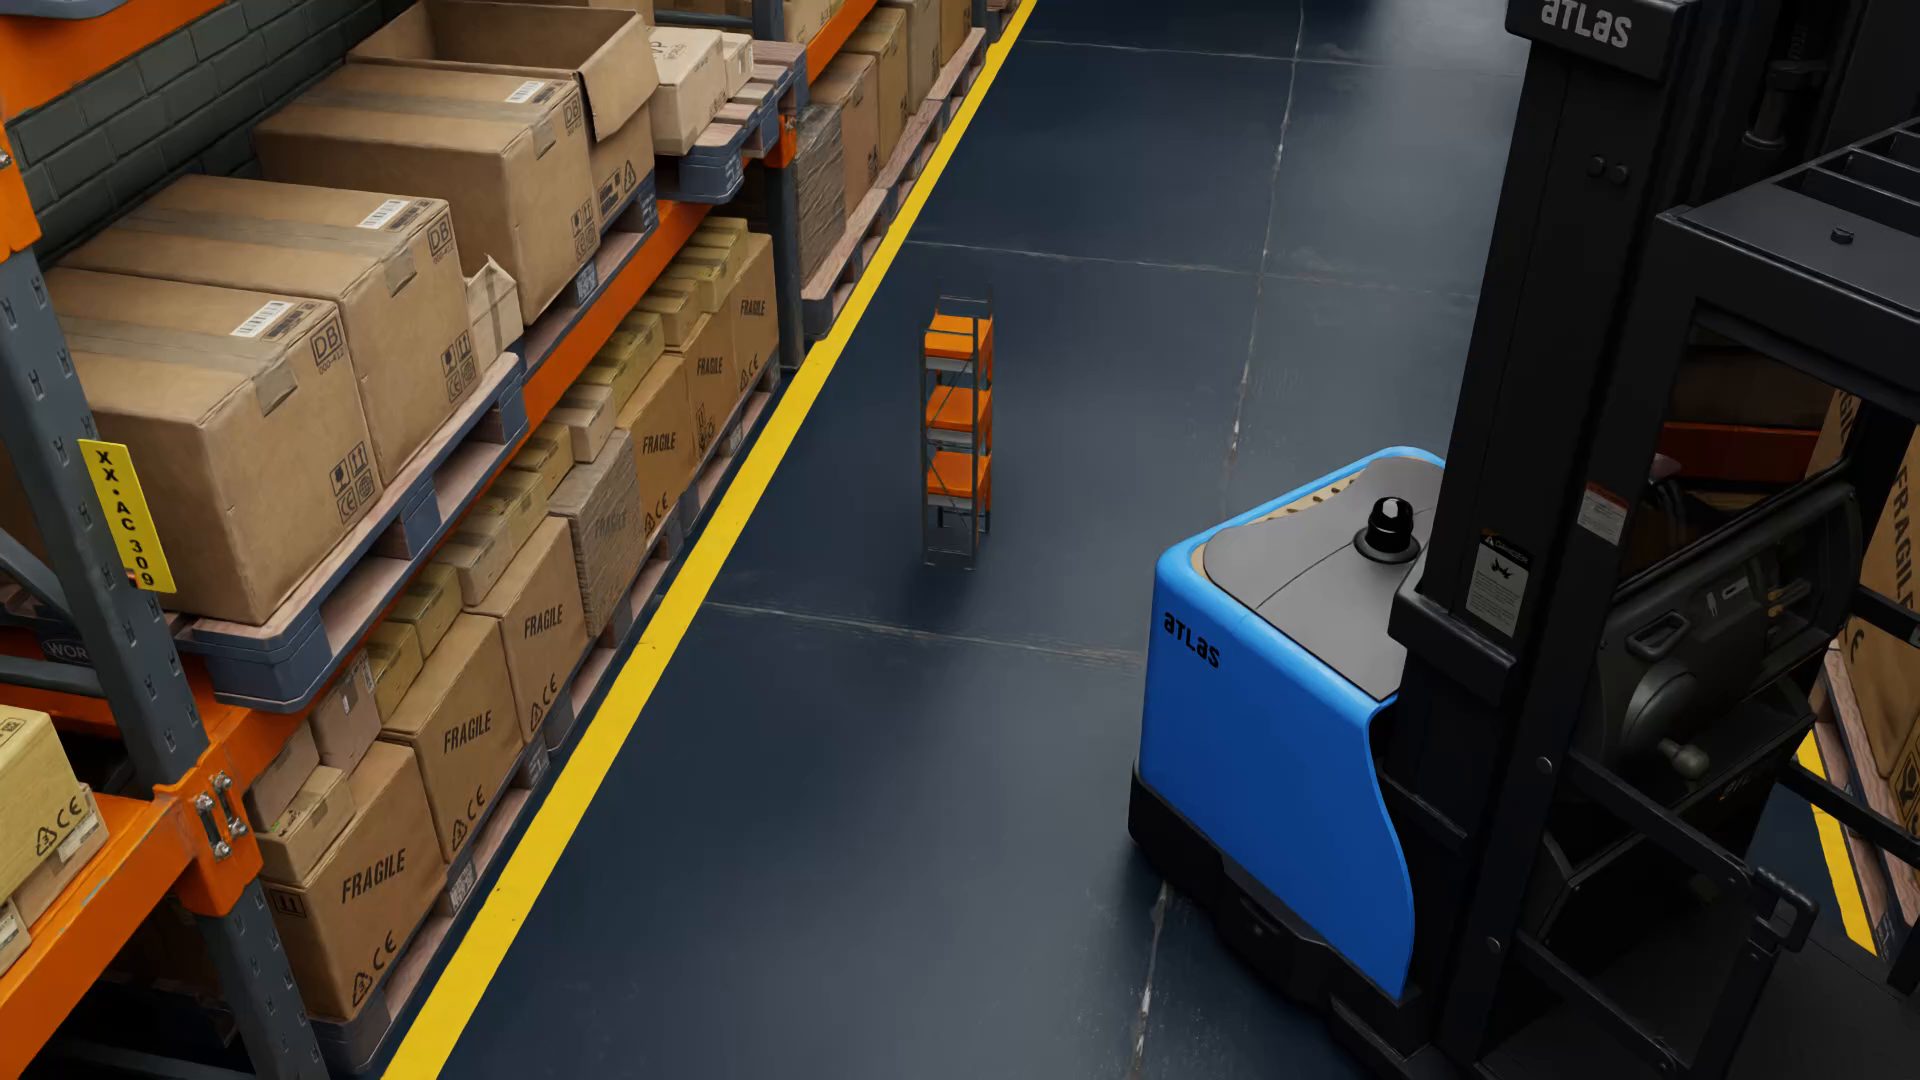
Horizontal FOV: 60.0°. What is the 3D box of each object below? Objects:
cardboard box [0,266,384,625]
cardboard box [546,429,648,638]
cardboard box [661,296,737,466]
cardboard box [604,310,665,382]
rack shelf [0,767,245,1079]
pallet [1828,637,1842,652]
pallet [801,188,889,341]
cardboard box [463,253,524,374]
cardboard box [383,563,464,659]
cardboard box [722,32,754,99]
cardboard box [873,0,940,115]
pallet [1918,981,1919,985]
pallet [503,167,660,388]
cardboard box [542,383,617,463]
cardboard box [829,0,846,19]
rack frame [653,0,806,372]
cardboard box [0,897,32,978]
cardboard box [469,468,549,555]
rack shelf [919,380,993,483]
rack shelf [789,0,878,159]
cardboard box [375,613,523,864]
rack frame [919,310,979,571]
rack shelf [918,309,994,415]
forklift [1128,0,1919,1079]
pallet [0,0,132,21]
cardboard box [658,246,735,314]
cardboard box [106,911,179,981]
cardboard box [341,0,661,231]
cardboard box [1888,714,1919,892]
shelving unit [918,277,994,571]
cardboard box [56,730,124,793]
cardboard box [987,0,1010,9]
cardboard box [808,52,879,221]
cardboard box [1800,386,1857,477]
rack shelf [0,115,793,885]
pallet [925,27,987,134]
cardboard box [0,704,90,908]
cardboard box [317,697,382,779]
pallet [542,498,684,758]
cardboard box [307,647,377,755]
[{"bbox_3d":[-1.718,-0.212,3.544,0.700,0.500,0.500,8,37,11],"label":"cardboard box"},{"bbox_3d":[-1.385,-0.048,5.533,0.500,0.500,0.500,6,36,8],"label":"cardboard box"},{"bbox_3d":[-1.183,-0.649,6.361,0.500,0.500,0.500,7,36,9],"label":"cardboard box"},{"bbox_3d":[-1.272,-0.700,5.879,0.380,0.149,0.250,8,37,11],"label":"cardboard box"},{"bbox_3d":[-2.467,1.685,1.982,1.077,0.370,4.000,7,37,10],"label":"rack shelf"},{"bbox_3d":[3.422,0.146,5.869,1.003,0.211,1.213,7,37,10],"label":"pallet"},{"bbox_3d":[-0.972,-1.384,7.979,1.003,0.211,1.213,7,37,10],"label":"pallet"},{"bbox_3d":[-1.368,-0.617,4.301,0.396,0.266,0.258,9,37,12],"label":"cardboard box"},{"bbox_3d":[-1.631,0.179,4.667,0.380,0.149,0.250,7,36,9],"label":"cardboard box"},{"bbox_3d":[-0.951,-1.689,5.881,0.380,0.149,0.250,8,37,11],"label":"cardboard box"},{"bbox_3d":[-0.605,-2.803,9.227,0.875,0.625,0.625,7,37,9],"label":"cardboard box"},{"bbox_3d":[2.901,1.545,3.939,1.003,0.211,1.213,7,37,10],"label":"pallet"},{"bbox_3d":[-1.596,-0.853,5.034,1.003,0.211,1.213,7,37,10],"label":"pallet"},{"bbox_3d":[-1.354,-0.395,5.458,0.380,0.149,0.250,6,36,8],"label":"cardboard box"},{"bbox_3d":[-0.740,-2.496,7.266,0.500,0.250,0.500,7,36,9],"label":"cardboard box"},{"bbox_3d":[-1.186,-2.046,6.517,1.000,3.000,0.127,7,37,10],"label":"rack frame"},{"bbox_3d":[-1.896,0.716,2.921,0.380,0.149,0.250,8,37,11],"label":"cardboard box"},{"bbox_3d":[-1.486,-0.102,5.054,0.380,0.149,0.250,9,37,12],"label":"cardboard box"},{"bbox_3d":[-0.011,-0.386,5.906,0.215,0.259,0.240,7,37,10],"label":"rack shelf"},{"bbox_3d":[-0.758,-2.901,8.310,1.077,0.370,4.000,7,37,10],"label":"rack shelf"},{"bbox_3d":[-1.613,0.534,4.729,0.500,0.500,0.500,7,36,9],"label":"cardboard box"},{"bbox_3d":[-0.037,-0.324,5.803,0.200,1.050,0.008,7,37,10],"label":"rack frame"},{"bbox_3d":[-0.011,-0.616,5.739,0.215,0.259,0.240,7,37,10],"label":"rack shelf"},{"bbox_3d":[1.768,0.253,3.403,1.130,2.935,3.031,-23,42,-28],"label":"forklift"},{"bbox_3d":[-1.832,-1.256,3.031,1.213,0.211,1.003,7,37,10],"label":"pallet"},{"bbox_3d":[-1.072,-0.991,6.281,0.380,0.149,0.250,6,36,8],"label":"cardboard box"},{"bbox_3d":[-2.224,0.771,4.402,0.500,0.500,0.500,7,37,10],"label":"cardboard box"},{"bbox_3d":[-1.354,-1.299,5.040,0.797,0.503,0.637,7,36,9],"label":"cardboard box"},{"bbox_3d":[3.050,0.673,4.217,0.875,0.875,0.875,8,37,11],"label":"cardboard box"},{"bbox_3d":[-0.011,-0.394,5.900,0.215,1.050,0.252,7,37,10],"label":"shelving unit"},{"bbox_3d":[-2.243,0.580,4.113,0.380,0.149,0.250,6,36,8],"label":"cardboard box"},{"bbox_3d":[0.096,-3.631,10.690,0.500,0.250,0.500,8,37,10],"label":"cardboard box"},{"bbox_3d":[-0.907,-1.986,8.099,0.875,0.625,0.625,8,37,11],"label":"cardboard box"},{"bbox_3d":[3.436,-0.350,5.629,0.875,0.875,0.875,7,37,10],"label":"cardboard box"},{"bbox_3d":[-1.613,-0.608,5.146,1.077,0.370,4.000,7,37,10],"label":"rack shelf"},{"bbox_3d":[-0.450,-2.783,9.909,1.003,0.211,1.213,7,37,10],"label":"pallet"},{"bbox_3d":[-1.910,0.510,2.864,0.500,0.250,0.500,8,37,11],"label":"cardboard box"},{"bbox_3d":[-1.720,0.486,4.243,0.380,0.149,0.250,6,36,9],"label":"cardboard box"},{"bbox_3d":[-1.645,0.204,5.789,1.003,0.211,1.213,7,37,10],"label":"pallet"},{"bbox_3d":[-1.695,0.379,4.137,0.380,0.149,0.250,6,36,8],"label":"cardboard box"}]
